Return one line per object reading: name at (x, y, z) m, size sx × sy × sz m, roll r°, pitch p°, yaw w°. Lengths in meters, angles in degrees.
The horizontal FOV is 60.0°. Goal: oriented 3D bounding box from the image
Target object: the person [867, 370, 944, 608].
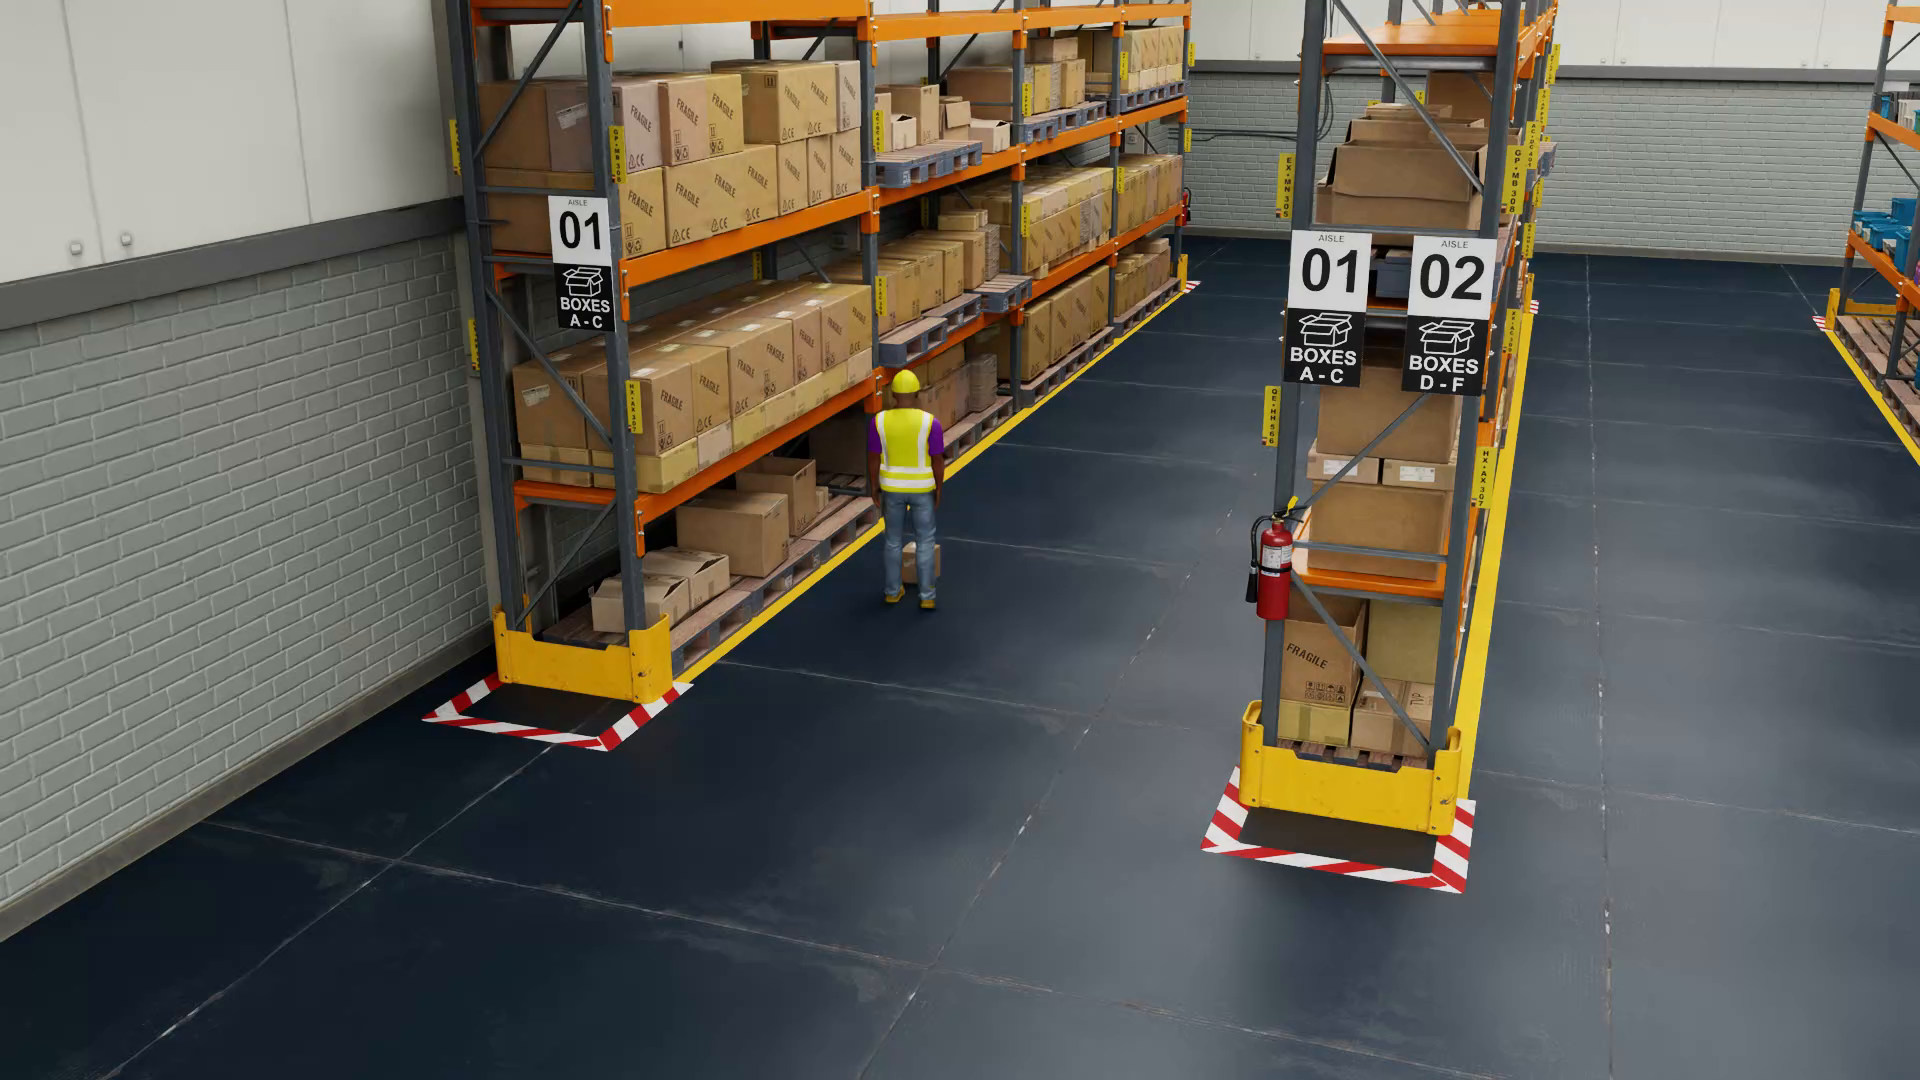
person at (-0.386, -0.374, 12.180) m, size 0.565 × 1.785 × 0.396 m, roll 3°, pitch 19°, yaw 8°
